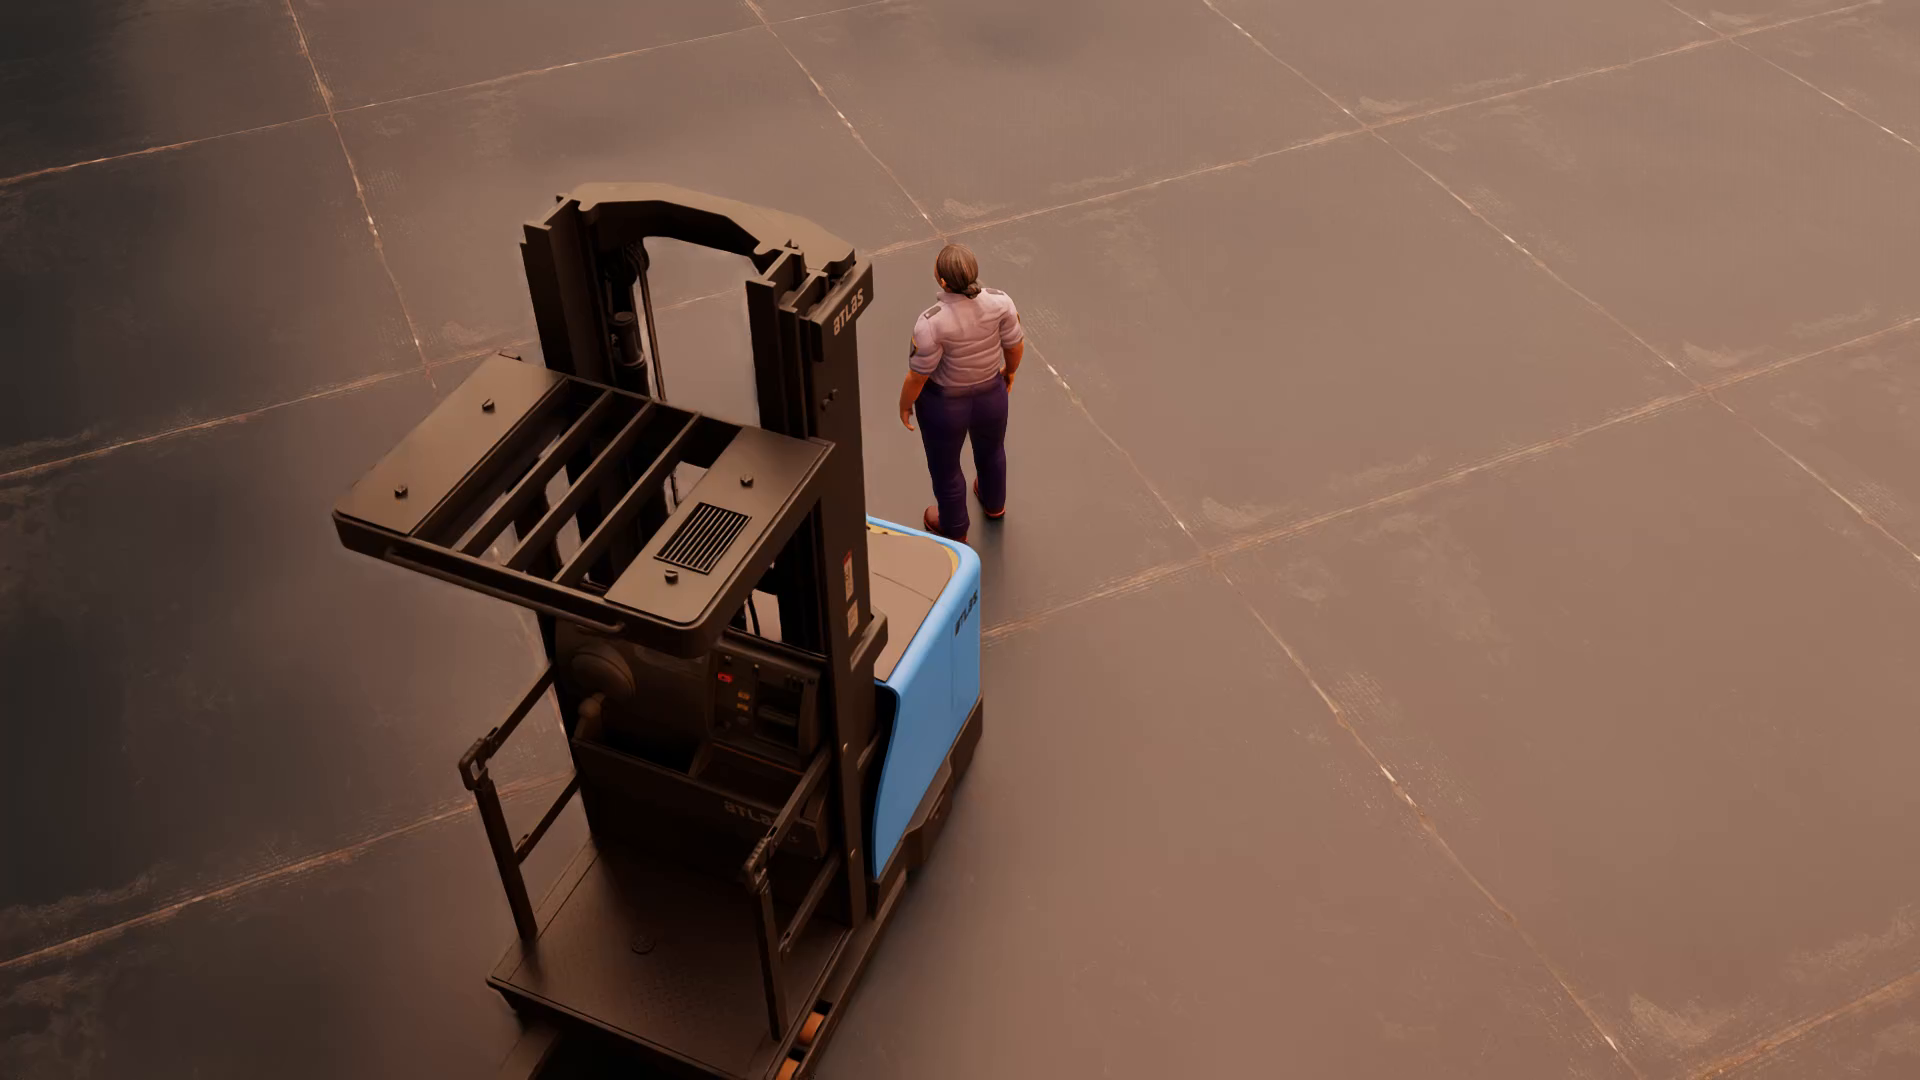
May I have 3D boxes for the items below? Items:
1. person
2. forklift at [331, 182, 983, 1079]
[{"bbox_3d":[-0.017,-0.670,7.328,0.598,1.651,0.502,-18,46,-18],"label":"person"},{"bbox_3d":[-0.950,0.538,5.103,1.130,2.935,3.031,16,45,17],"label":"forklift"}]
